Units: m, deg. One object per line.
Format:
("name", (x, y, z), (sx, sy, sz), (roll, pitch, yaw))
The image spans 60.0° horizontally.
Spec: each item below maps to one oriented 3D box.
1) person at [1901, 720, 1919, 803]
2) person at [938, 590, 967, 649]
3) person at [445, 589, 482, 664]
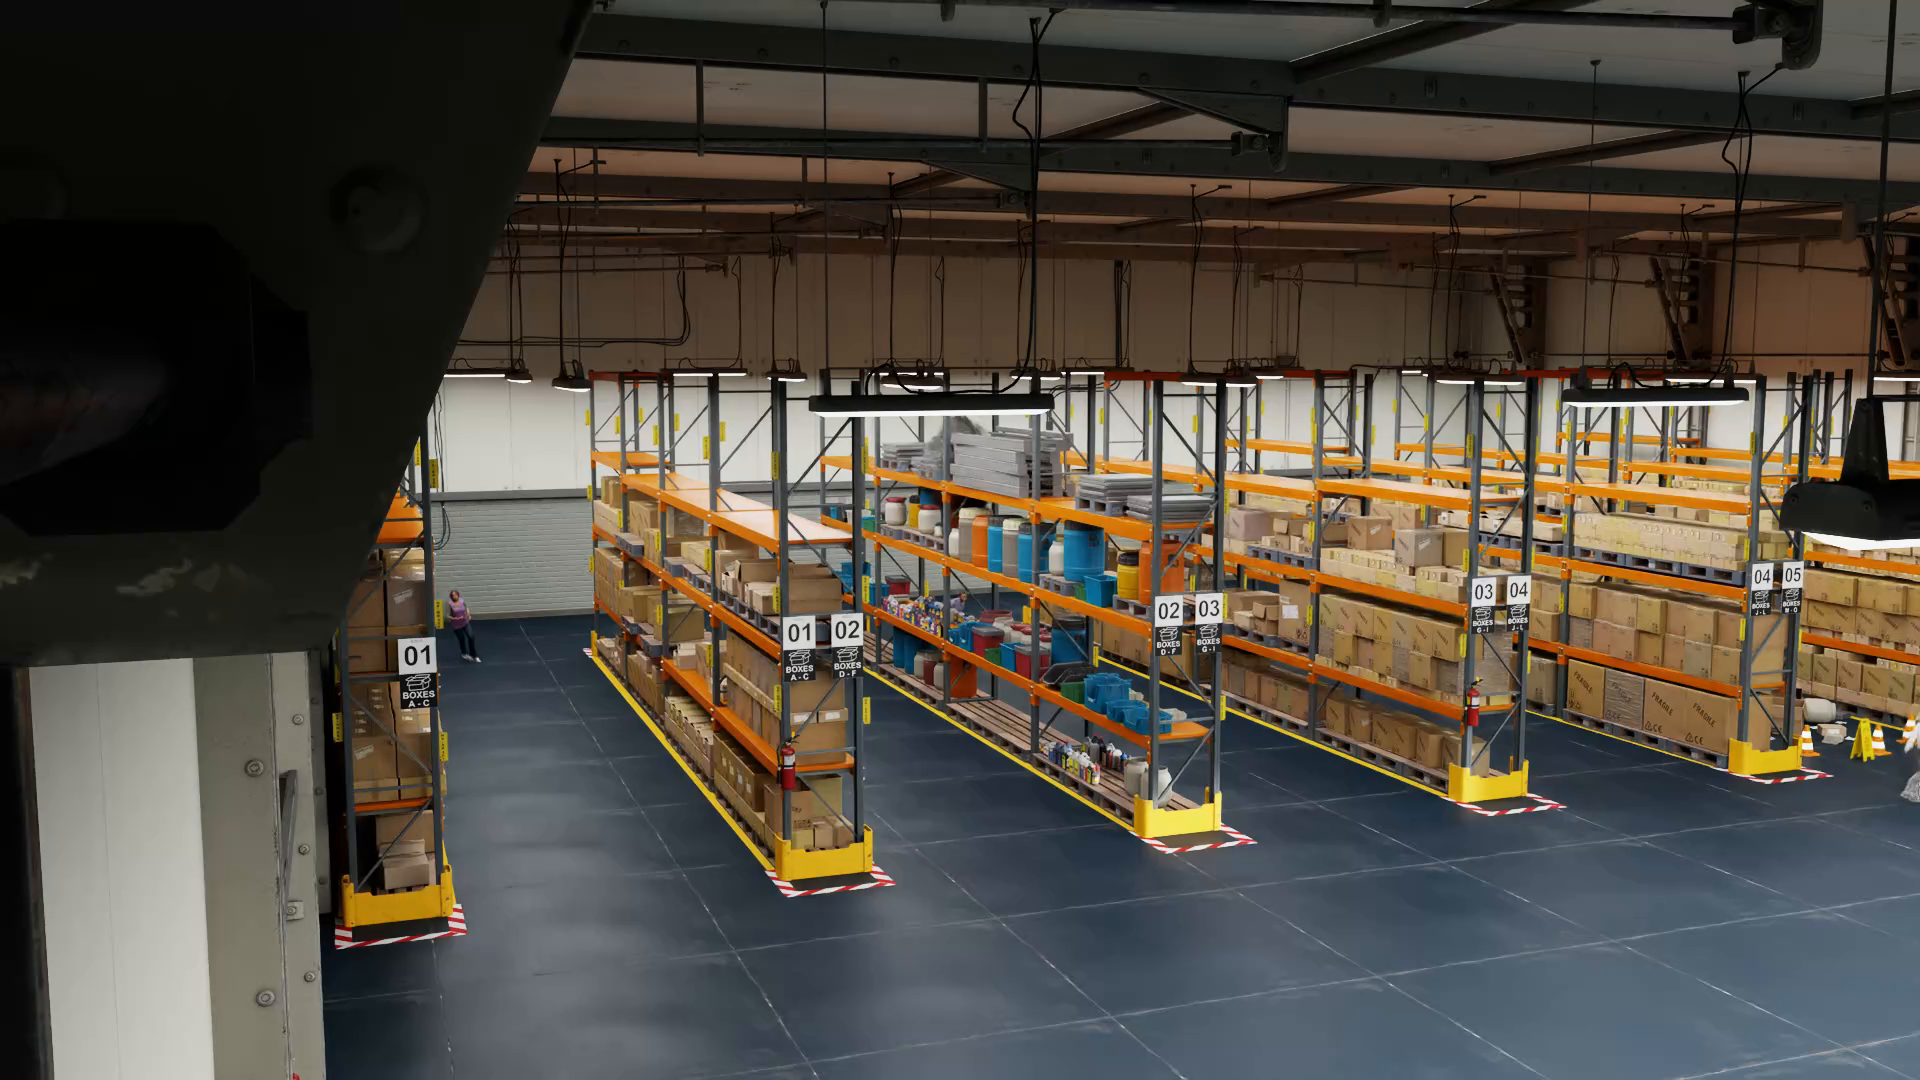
("person", (13.711, 2.914, 23.455), (0.683, 1.618, 0.586), (6, 9, 44))
("person", (-0.216, 1.733, 34.935), (0.969, 1.455, 0.610), (6, 9, 44))
("person", (-10.254, 1.763, 34.093), (0.658, 1.568, 0.628), (-5, 8, -38))
